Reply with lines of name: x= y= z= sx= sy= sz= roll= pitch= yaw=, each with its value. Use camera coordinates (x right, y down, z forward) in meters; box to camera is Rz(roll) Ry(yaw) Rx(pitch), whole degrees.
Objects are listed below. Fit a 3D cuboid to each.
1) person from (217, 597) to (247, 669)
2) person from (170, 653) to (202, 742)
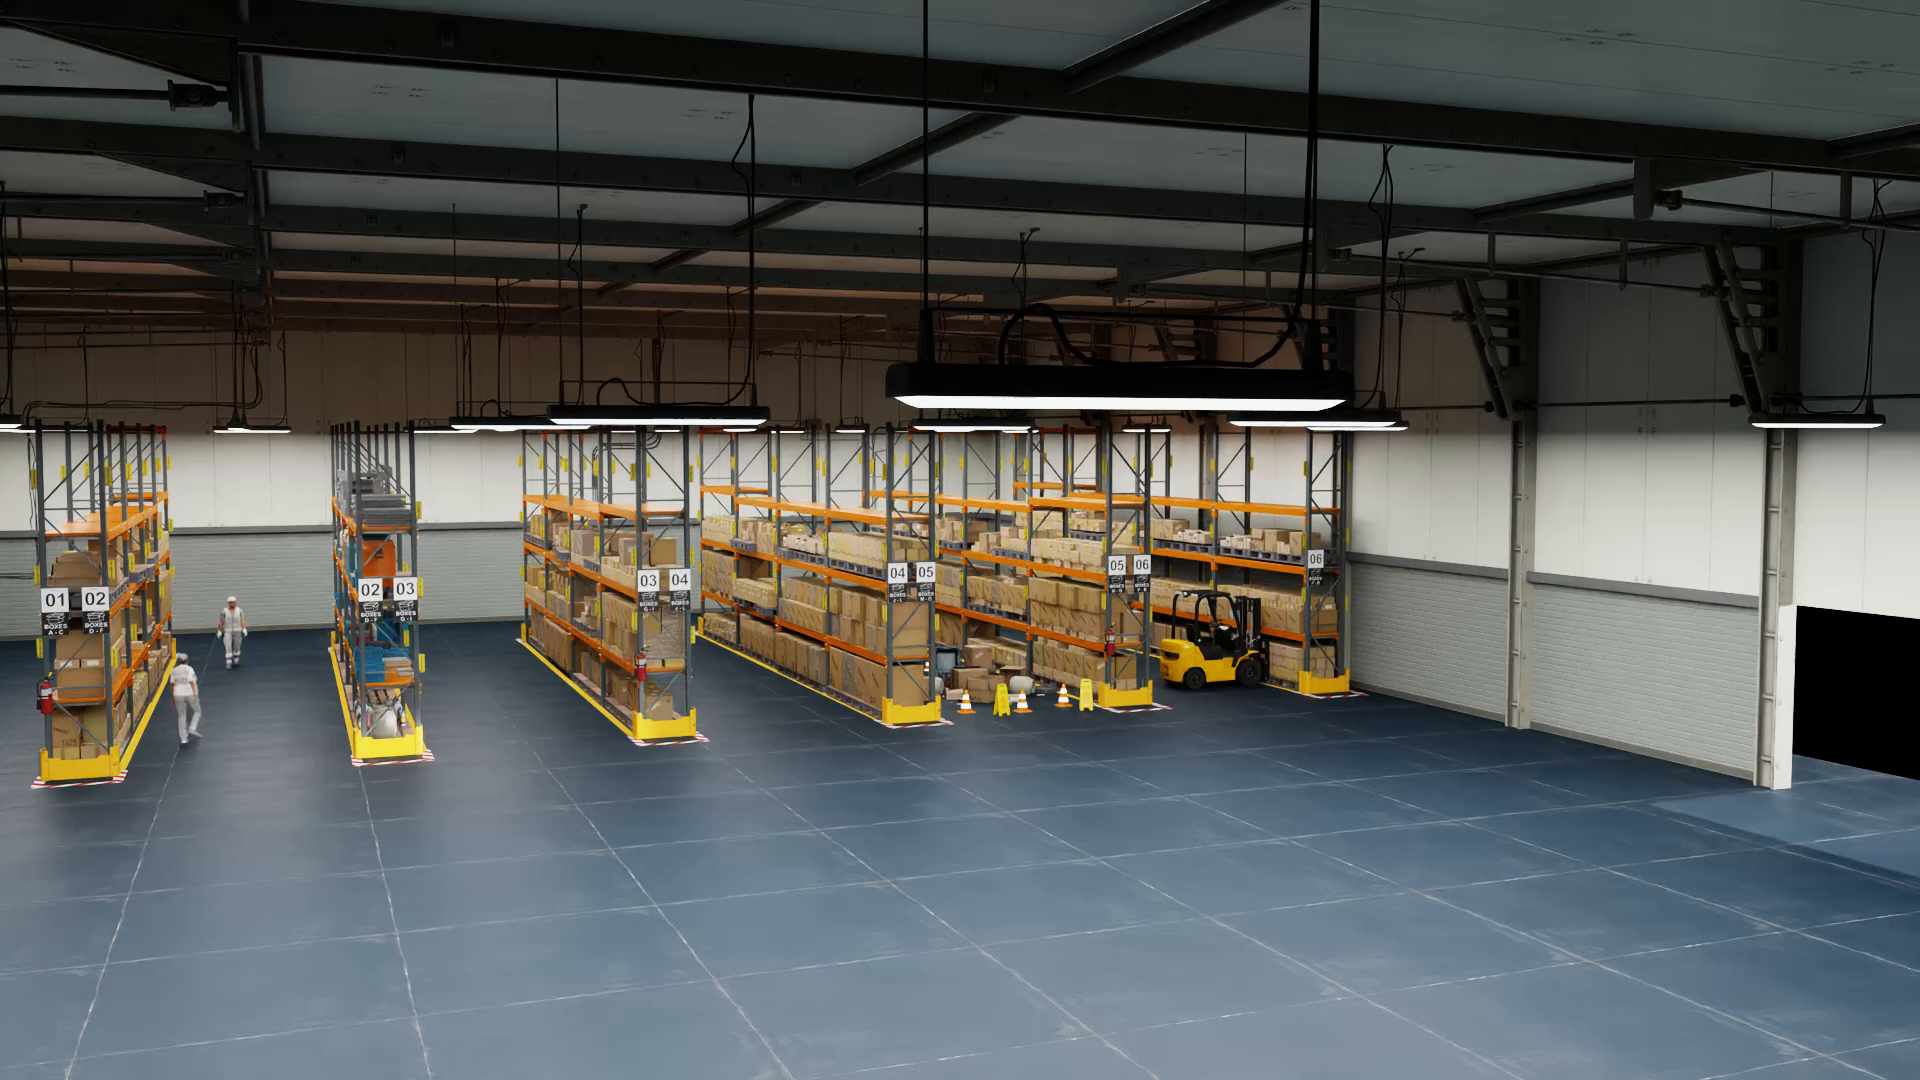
person: x=-17.979 y=2.261 z=41.058 sx=0.690 sy=1.723 sz=1.034 roll=-1 pitch=4 yaw=-21
person: x=-14.482 y=2.947 z=31.113 sx=0.542 sy=1.652 sz=0.511 roll=-1 pitch=4 yaw=-14
